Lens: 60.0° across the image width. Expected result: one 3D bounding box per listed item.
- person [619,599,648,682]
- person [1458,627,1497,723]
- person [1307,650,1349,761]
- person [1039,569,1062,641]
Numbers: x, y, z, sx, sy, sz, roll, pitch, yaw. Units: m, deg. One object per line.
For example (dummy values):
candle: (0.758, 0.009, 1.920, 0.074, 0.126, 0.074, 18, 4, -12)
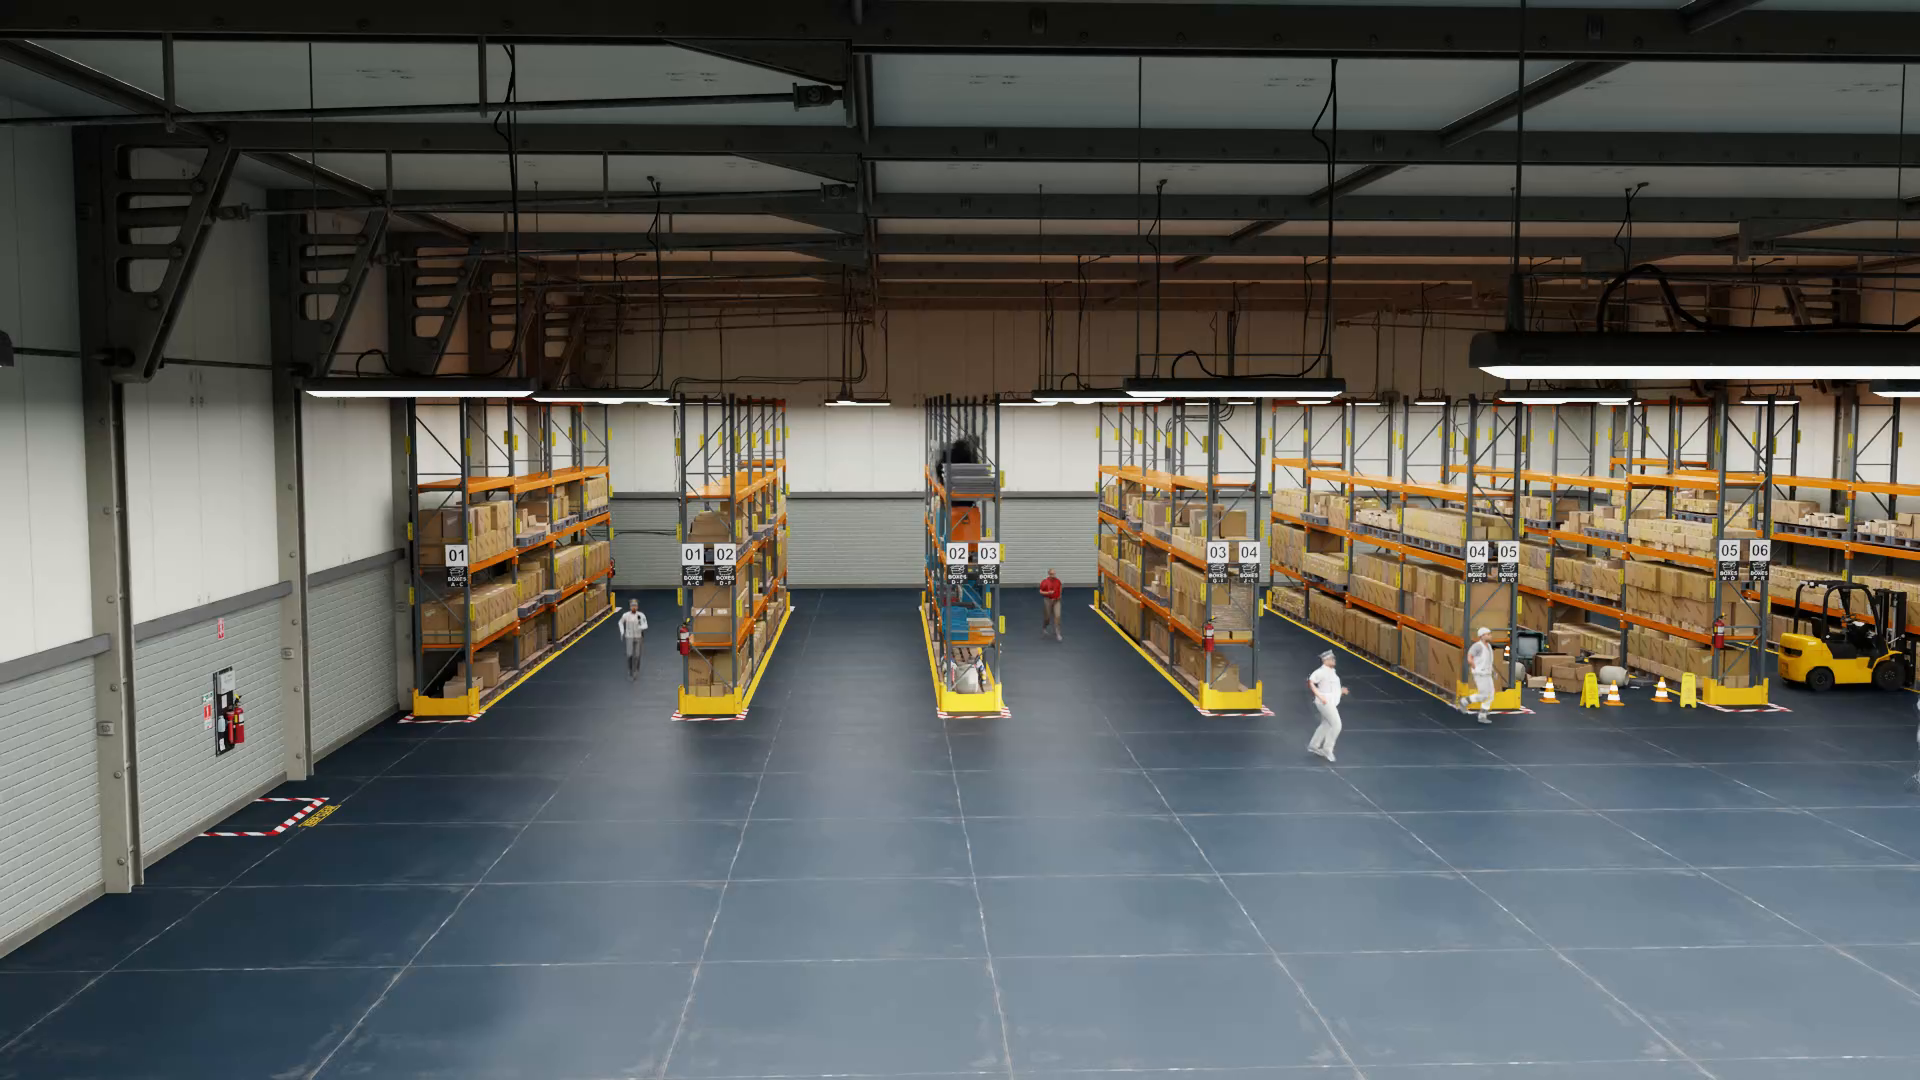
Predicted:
person: (-6.885, 2.114, 35.081, 0.567, 1.744, 0.706, -1, 5, -15)
person: (9.569, 2.459, 30.452, 0.704, 1.715, 0.690, -4, 6, -43)
person: (6.018, 2.715, 27.220, 0.671, 1.858, 0.650, 2, 5, 26)
person: (2.273, 1.584, 41.250, 0.659, 1.738, 0.966, -1, 5, -17)
